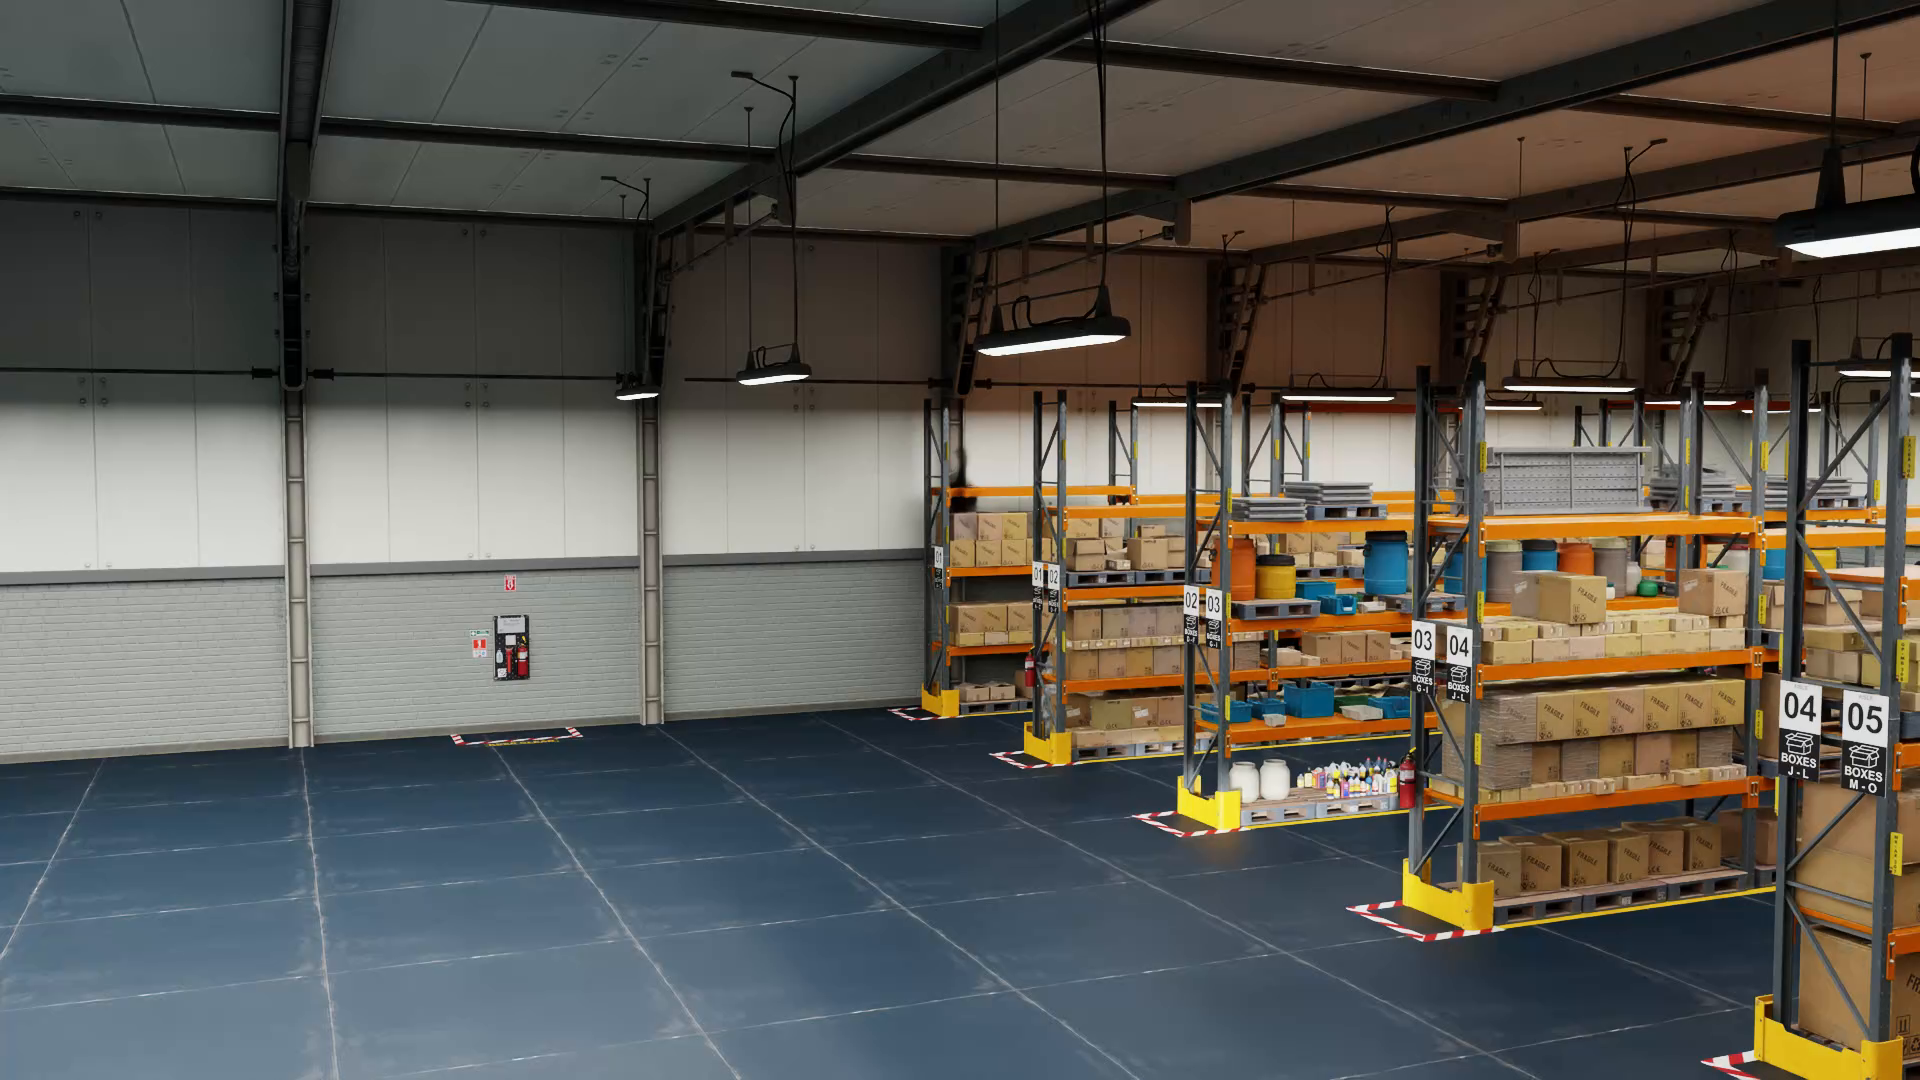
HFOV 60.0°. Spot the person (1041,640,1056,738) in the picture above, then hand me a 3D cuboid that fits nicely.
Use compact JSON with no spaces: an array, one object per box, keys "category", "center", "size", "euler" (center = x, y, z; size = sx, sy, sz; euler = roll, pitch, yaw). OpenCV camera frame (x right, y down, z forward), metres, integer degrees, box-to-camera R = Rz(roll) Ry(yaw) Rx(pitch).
[{"category":"person","center":[1.618,2.584,28.881],"size":[0.674,1.766,0.640],"euler":[-2,4,-32]}]
